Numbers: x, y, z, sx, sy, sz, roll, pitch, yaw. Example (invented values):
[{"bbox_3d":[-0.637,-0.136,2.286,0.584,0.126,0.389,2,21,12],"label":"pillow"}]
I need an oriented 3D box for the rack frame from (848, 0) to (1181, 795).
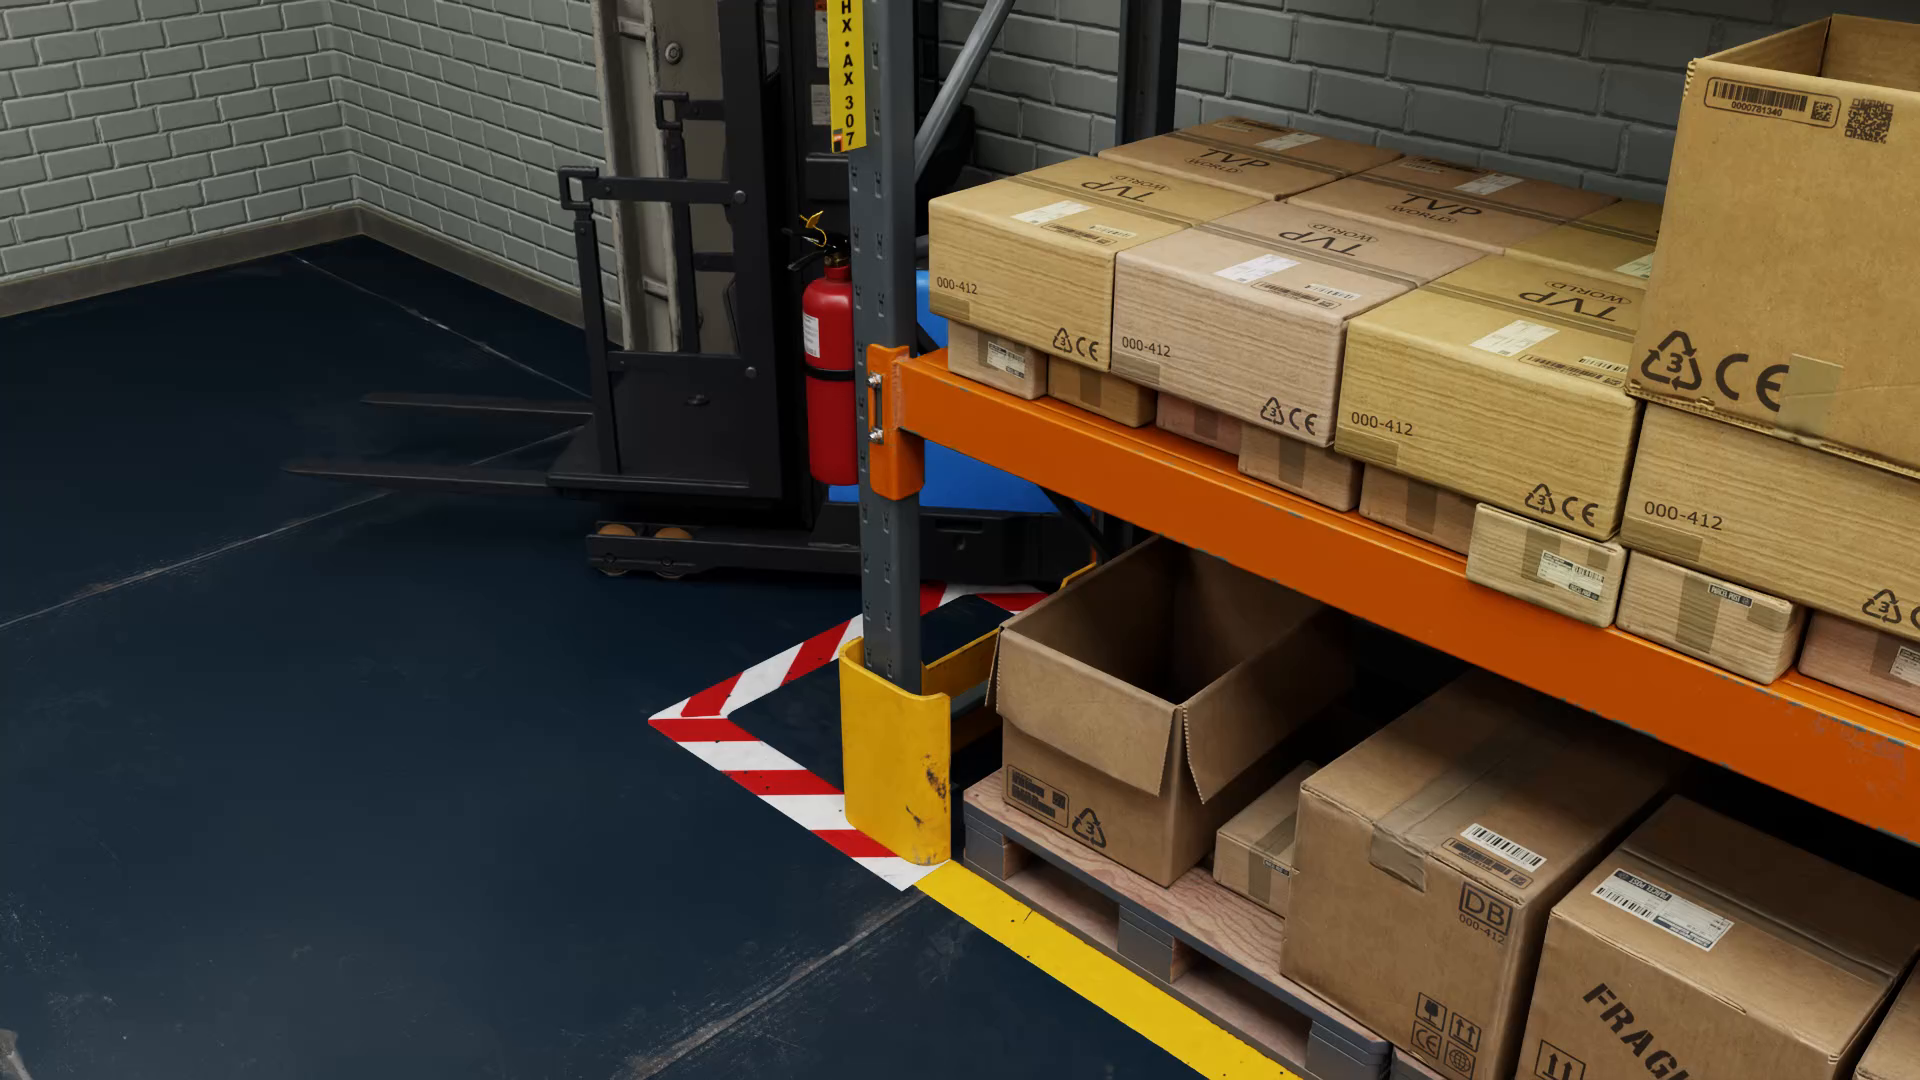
[{"bbox_3d":[0.149,-0.768,3.988,0.127,3.000,1.000,25,36,38],"label":"rack frame"}]

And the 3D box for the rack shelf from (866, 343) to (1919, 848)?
[{"bbox_3d":[1.575,0.203,2.914,4.000,0.370,1.077,25,36,38],"label":"rack shelf"}]

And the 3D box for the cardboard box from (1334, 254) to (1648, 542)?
[{"bbox_3d":[1.007,-0.267,2.877,0.500,0.250,0.500,24,36,37],"label":"cardboard box"}]

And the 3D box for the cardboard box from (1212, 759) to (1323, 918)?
[{"bbox_3d":[0.794,0.690,3.826,0.250,0.149,0.380,23,35,37],"label":"cardboard box"}]

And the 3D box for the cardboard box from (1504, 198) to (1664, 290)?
[{"bbox_3d":[1.380,-0.440,3.205,0.500,0.250,0.500,-24,36,-38],"label":"cardboard box"}]

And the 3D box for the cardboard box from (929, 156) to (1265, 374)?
[{"bbox_3d":[0.284,-0.596,3.502,0.500,0.250,0.500,25,37,39],"label":"cardboard box"}]

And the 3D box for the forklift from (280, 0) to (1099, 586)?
[{"bbox_3d":[-0.804,-1.409,5.280,3.031,2.935,1.130,3,28,6],"label":"forklift"}]

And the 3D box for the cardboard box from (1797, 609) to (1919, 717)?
[{"bbox_3d":[1.509,0.118,2.572,0.250,0.149,0.380,24,36,38],"label":"cardboard box"}]

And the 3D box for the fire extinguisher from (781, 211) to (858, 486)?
[{"bbox_3d":[-0.280,-0.464,3.892,0.183,0.674,0.296,25,36,38],"label":"fire extinguisher"}]

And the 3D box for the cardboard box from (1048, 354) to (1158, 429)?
[{"bbox_3d":[0.405,-0.391,3.541,0.380,0.149,0.250,-24,36,-38],"label":"cardboard box"}]

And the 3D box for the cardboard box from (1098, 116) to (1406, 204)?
[{"bbox_3d":[0.663,-0.772,3.836,0.500,0.250,0.500,-24,36,-38],"label":"cardboard box"}]

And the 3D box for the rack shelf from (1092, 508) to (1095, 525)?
[{"bbox_3d":[0.535,-0.176,4.979,0.240,0.259,0.215,6,28,11],"label":"rack shelf"}]

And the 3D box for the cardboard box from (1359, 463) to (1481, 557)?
[{"bbox_3d":[0.947,-0.129,3.043,0.380,0.149,0.250,-25,36,-38],"label":"cardboard box"}]

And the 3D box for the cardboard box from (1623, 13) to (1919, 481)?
[{"bbox_3d":[1.353,-0.439,2.397,0.500,0.500,0.500,-24,36,-38],"label":"cardboard box"}]

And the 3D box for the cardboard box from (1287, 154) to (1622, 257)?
[{"bbox_3d":[1.030,-0.603,3.515,0.500,0.250,0.500,25,36,39],"label":"cardboard box"}]

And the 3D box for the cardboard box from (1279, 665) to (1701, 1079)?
[{"bbox_3d":[1.101,0.675,3.478,0.700,0.500,0.500,-24,36,-37],"label":"cardboard box"}]

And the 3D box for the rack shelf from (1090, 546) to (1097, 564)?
[{"bbox_3d":[0.534,0.070,5.108,0.240,0.259,0.215,6,28,11],"label":"rack shelf"}]

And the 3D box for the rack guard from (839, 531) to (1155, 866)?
[{"bbox_3d":[0.203,0.363,4.523,0.348,0.500,1.175,25,36,38],"label":"rack guard"}]

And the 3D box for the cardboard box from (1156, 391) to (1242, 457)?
[{"bbox_3d":[0.617,-0.317,3.400,0.250,0.149,0.380,24,36,38],"label":"cardboard box"}]

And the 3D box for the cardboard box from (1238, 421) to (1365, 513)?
[{"bbox_3d":[0.754,-0.214,3.204,0.380,0.149,0.250,-24,36,-38],"label":"cardboard box"}]

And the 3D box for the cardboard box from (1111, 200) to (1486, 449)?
[{"bbox_3d":[0.643,-0.432,3.189,0.500,0.250,0.500,-25,37,-39],"label":"cardboard box"}]

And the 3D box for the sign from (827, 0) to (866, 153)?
[{"bbox_3d":[-0.231,-0.971,3.444,0.005,0.325,0.100,25,36,38],"label":"sign"}]

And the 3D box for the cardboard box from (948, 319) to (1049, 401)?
[{"bbox_3d":[0.191,-0.459,3.669,0.250,0.149,0.380,24,36,38],"label":"cardboard box"}]

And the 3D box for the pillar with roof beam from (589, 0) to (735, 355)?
[{"bbox_3d":[-4.160,-3.174,2.117,0.400,9.000,9.100,25,36,38],"label":"pillar with roof beam"}]

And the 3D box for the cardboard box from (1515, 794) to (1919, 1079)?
[{"bbox_3d":[1.408,0.881,3.087,0.500,0.500,0.500,-24,36,-38],"label":"cardboard box"}]

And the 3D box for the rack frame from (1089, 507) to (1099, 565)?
[{"bbox_3d":[0.416,-0.198,4.997,0.008,1.050,0.200,6,28,11],"label":"rack frame"}]

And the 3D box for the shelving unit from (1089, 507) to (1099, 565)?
[{"bbox_3d":[0.535,-0.185,4.974,0.252,1.050,0.215,6,28,11],"label":"shelving unit"}]

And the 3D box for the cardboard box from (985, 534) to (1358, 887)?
[{"bbox_3d":[0.519,0.382,4.032,0.637,0.503,0.797,23,35,37],"label":"cardboard box"}]

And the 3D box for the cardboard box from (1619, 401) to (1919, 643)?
[{"bbox_3d":[1.387,-0.108,2.573,0.500,0.250,0.500,23,36,37],"label":"cardboard box"}]

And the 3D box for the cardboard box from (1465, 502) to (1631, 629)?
[{"bbox_3d":[1.075,-0.022,2.839,0.250,0.149,0.380,23,36,37],"label":"cardboard box"}]

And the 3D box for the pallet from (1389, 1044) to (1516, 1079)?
[{"bbox_3d":[1.638,1.149,3.339,1.213,0.211,1.003,25,36,38],"label":"pallet"}]

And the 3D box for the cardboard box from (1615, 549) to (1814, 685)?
[{"bbox_3d":[1.277,0.057,2.688,0.380,0.149,0.250,-24,36,-38],"label":"cardboard box"}]

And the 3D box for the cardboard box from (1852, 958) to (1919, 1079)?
[{"bbox_3d":[1.841,1.014,2.834,0.500,0.500,0.700,23,35,37],"label":"cardboard box"}]

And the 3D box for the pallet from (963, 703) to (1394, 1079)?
[{"bbox_3d":[0.772,0.751,4.096,1.213,0.211,1.003,25,36,38],"label":"pallet"}]
